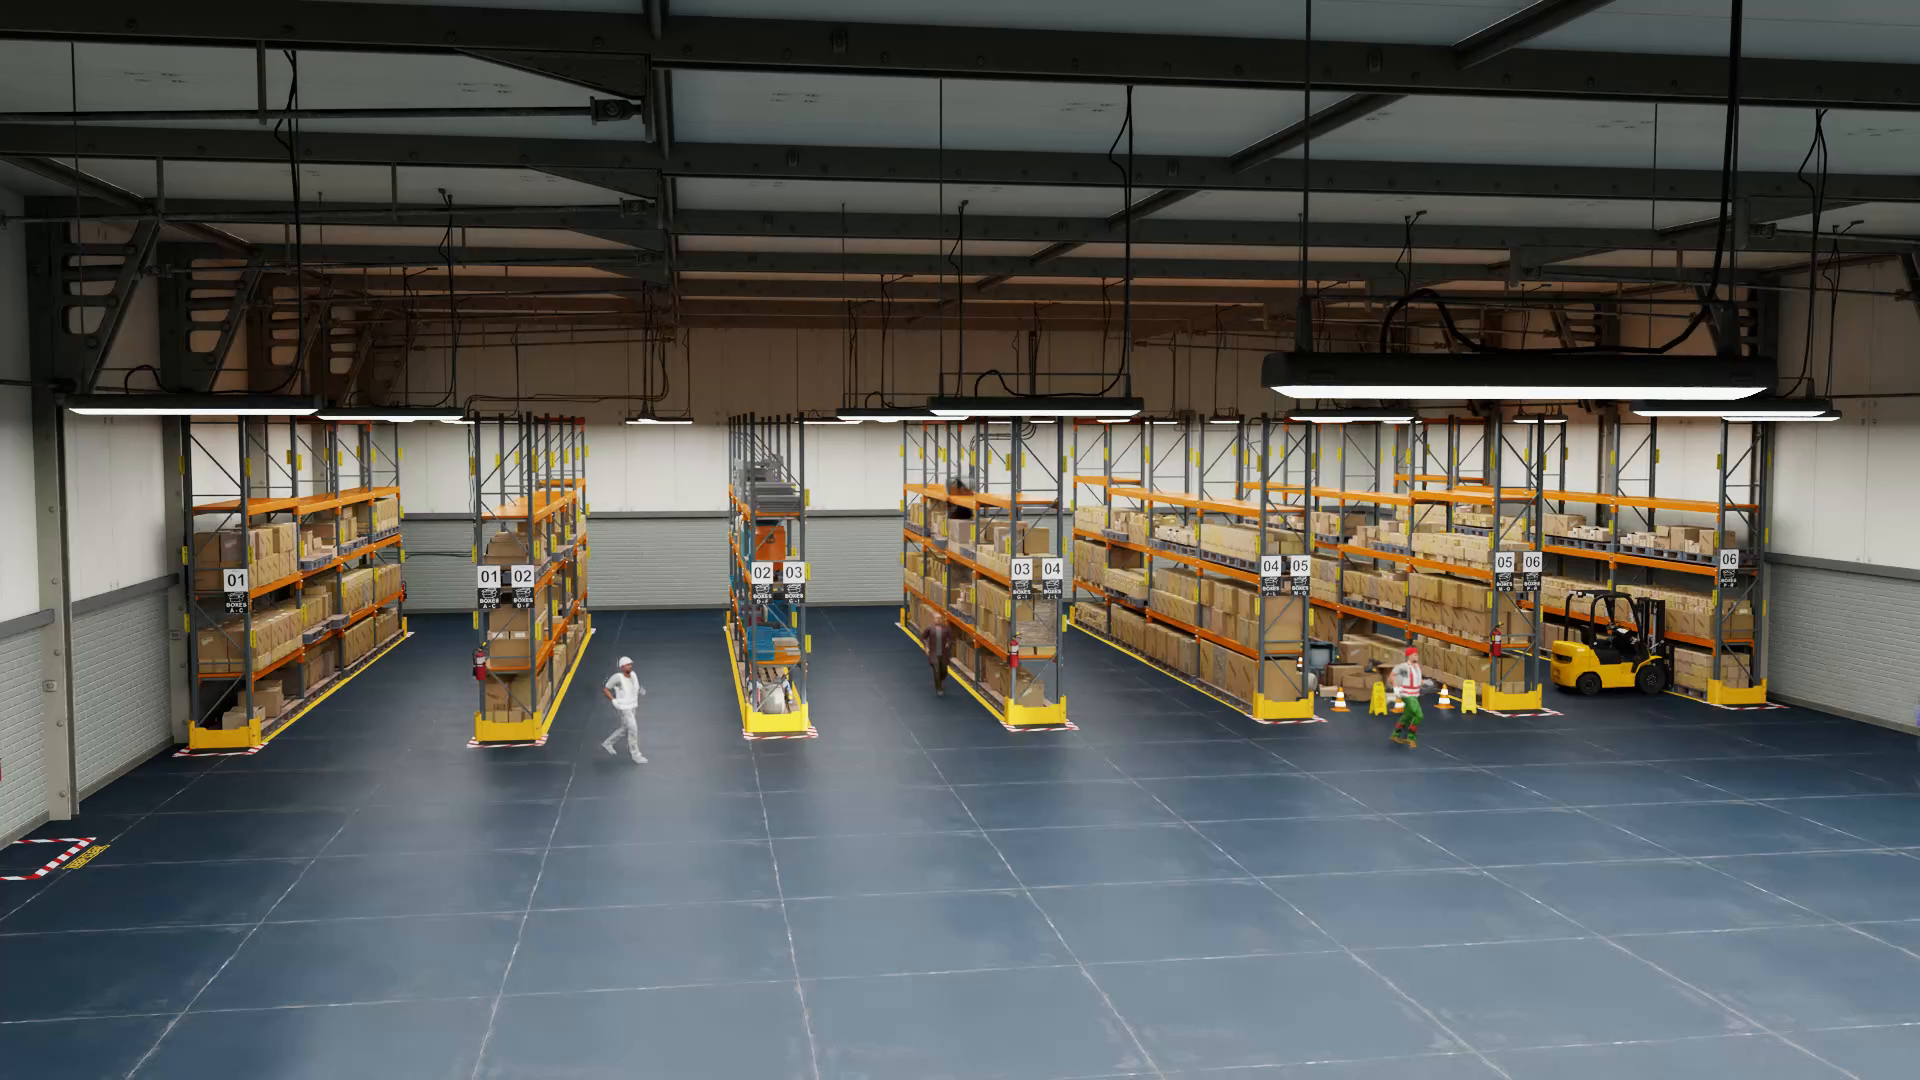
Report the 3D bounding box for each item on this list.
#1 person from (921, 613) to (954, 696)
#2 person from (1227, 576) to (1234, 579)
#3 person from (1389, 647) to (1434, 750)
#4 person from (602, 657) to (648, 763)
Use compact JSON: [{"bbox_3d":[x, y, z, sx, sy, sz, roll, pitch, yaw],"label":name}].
[{"bbox_3d":[-0.473,2.431,35.523,0.709,1.741,0.799,-1,4,-9],"label":"person"},{"bbox_3d":[8.334,1.510,50.714,0.594,1.522,0.614,0,4,3],"label":"person"},{"bbox_3d":[8.055,2.823,29.702,0.767,1.834,0.637,3,5,40],"label":"person"},{"bbox_3d":[-5.733,2.889,28.502,0.926,1.796,0.665,2,4,22],"label":"person"}]
